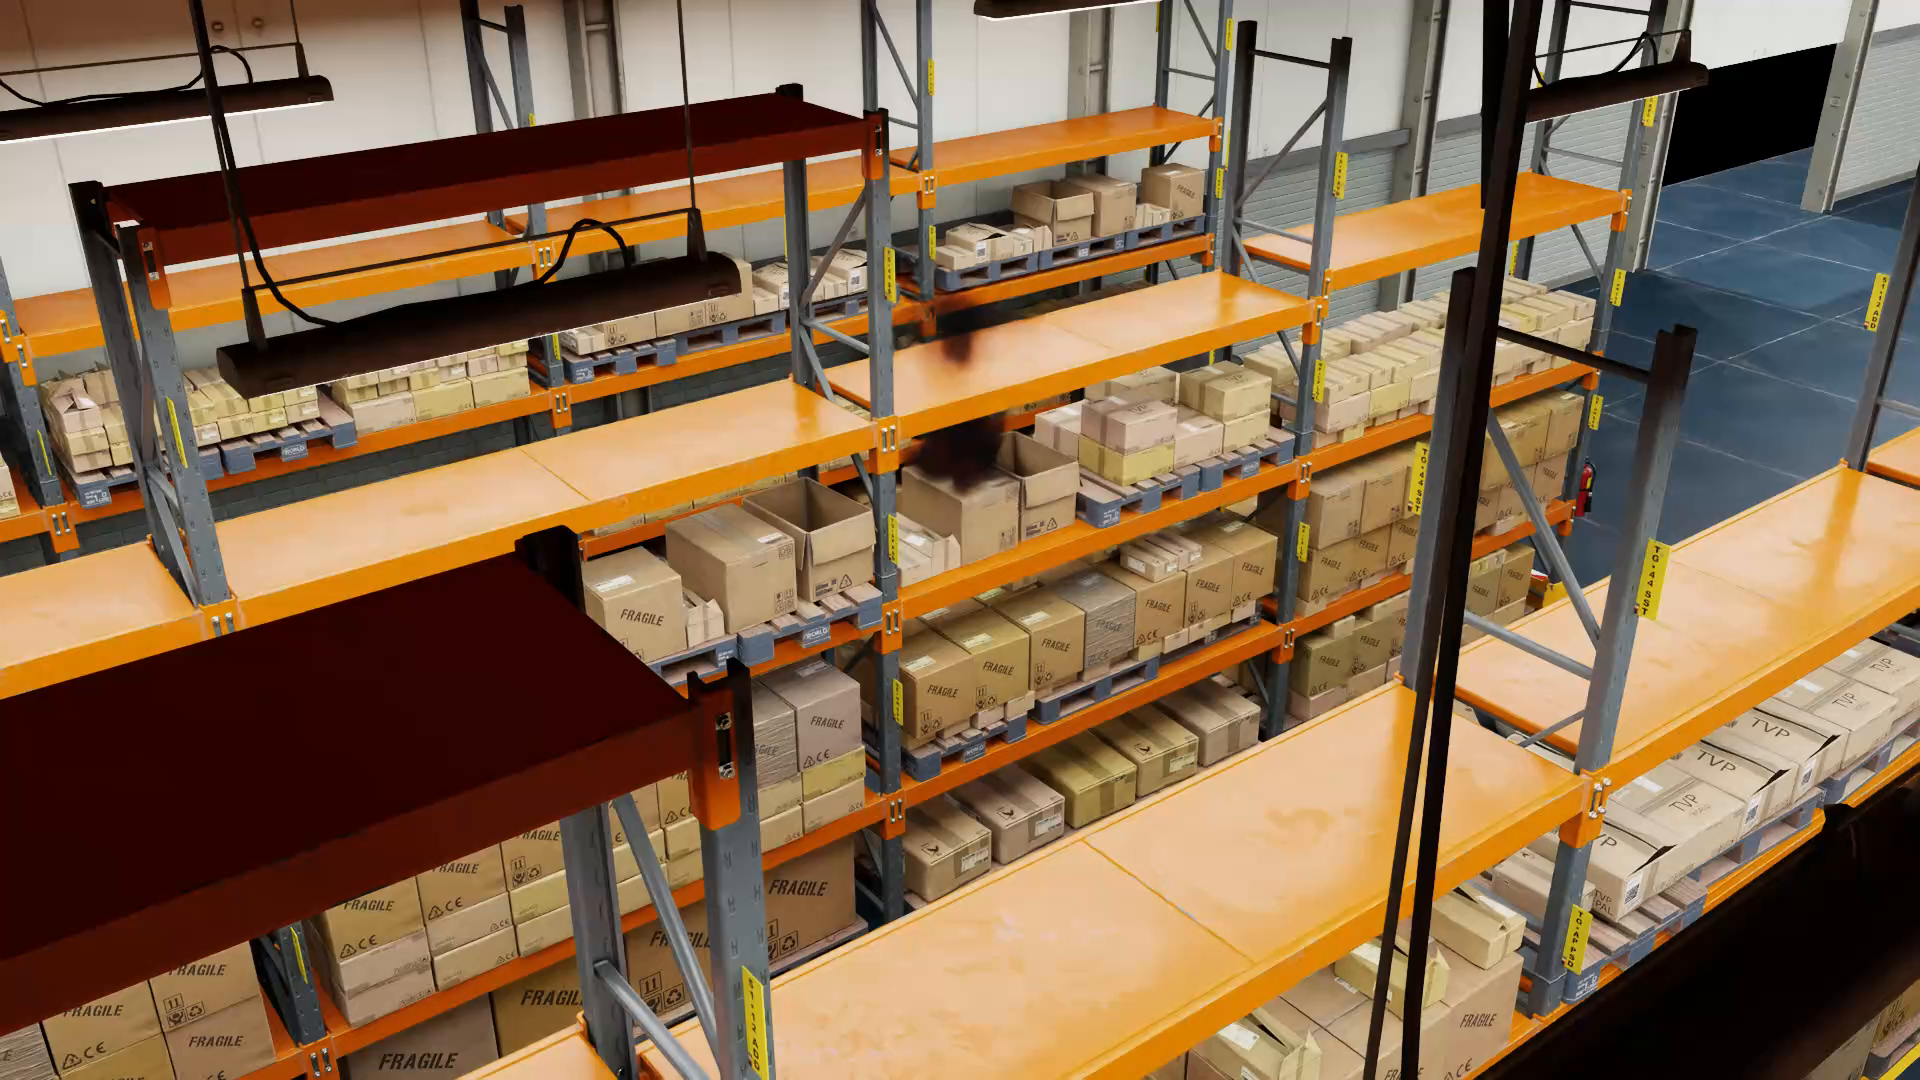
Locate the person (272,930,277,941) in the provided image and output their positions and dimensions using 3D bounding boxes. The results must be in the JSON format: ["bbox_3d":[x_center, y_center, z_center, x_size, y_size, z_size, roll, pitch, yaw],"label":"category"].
[{"bbox_3d":[-4.757,2.353,11.302,0.643,1.760,0.851,22,34,37],"label":"person"}]
